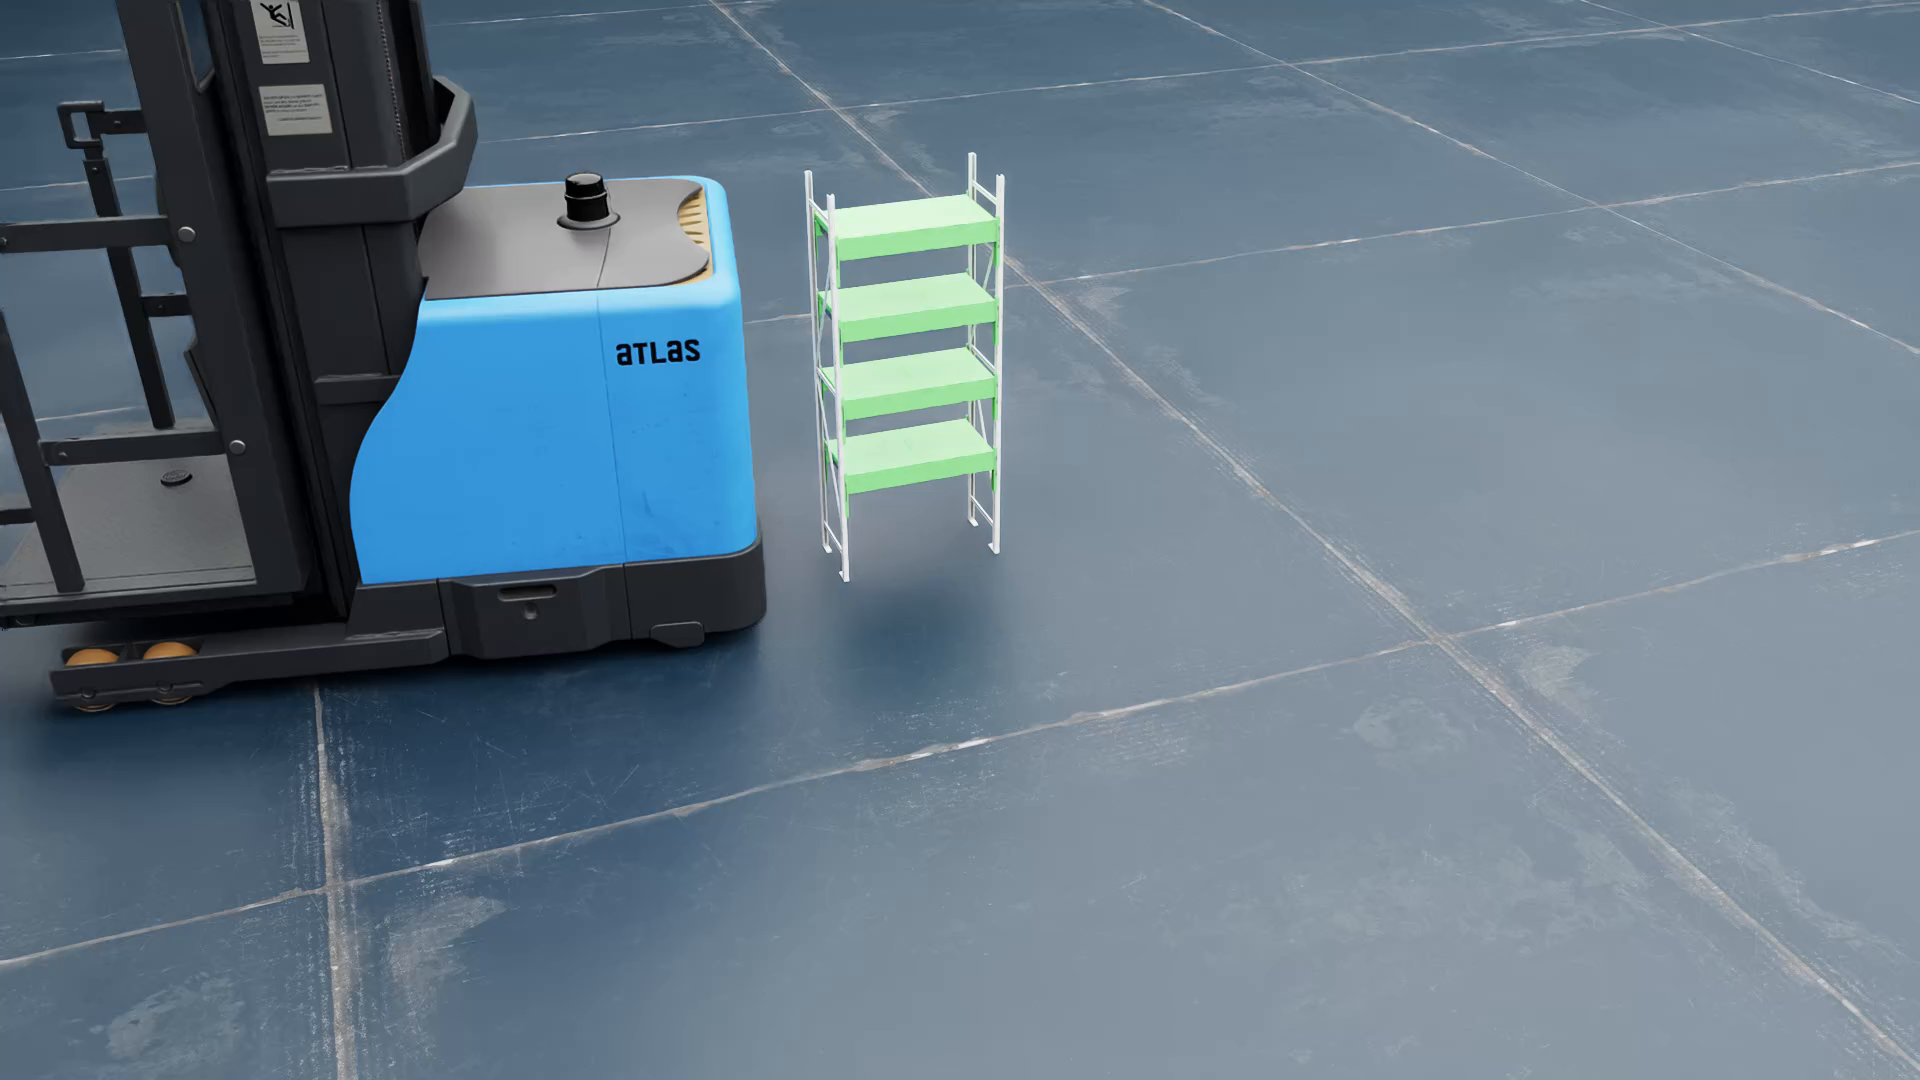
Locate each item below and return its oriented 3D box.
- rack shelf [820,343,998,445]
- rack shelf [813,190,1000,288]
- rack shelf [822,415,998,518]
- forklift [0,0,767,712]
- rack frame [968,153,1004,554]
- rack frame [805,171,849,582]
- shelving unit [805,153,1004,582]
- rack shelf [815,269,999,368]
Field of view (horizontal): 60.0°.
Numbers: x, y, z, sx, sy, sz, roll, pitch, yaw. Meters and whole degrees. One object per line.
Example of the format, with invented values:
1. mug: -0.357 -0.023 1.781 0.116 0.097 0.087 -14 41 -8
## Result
1. rack shelf: -0.155 -0.437 4.934 0.480 0.148 0.258 -10 31 -18
2. rack shelf: -0.155 -0.854 4.697 0.480 0.148 0.258 -10 31 -18
3. rack shelf: -0.155 -0.229 5.053 0.480 0.148 0.258 -10 31 -18
4. forklift: -2.117 -1.097 4.214 3.031 2.935 1.130 -5 30 -8
5. rack frame: 0.074 -0.535 4.977 0.015 1.200 0.240 -10 31 -18
6. rack frame: -0.384 -0.451 4.829 0.015 1.200 0.240 -10 31 -18
7. shelving unit: -0.155 -0.493 4.903 0.503 1.200 0.258 -10 31 -18
8. rack shelf: -0.155 -0.646 4.816 0.480 0.148 0.258 -10 31 -18
